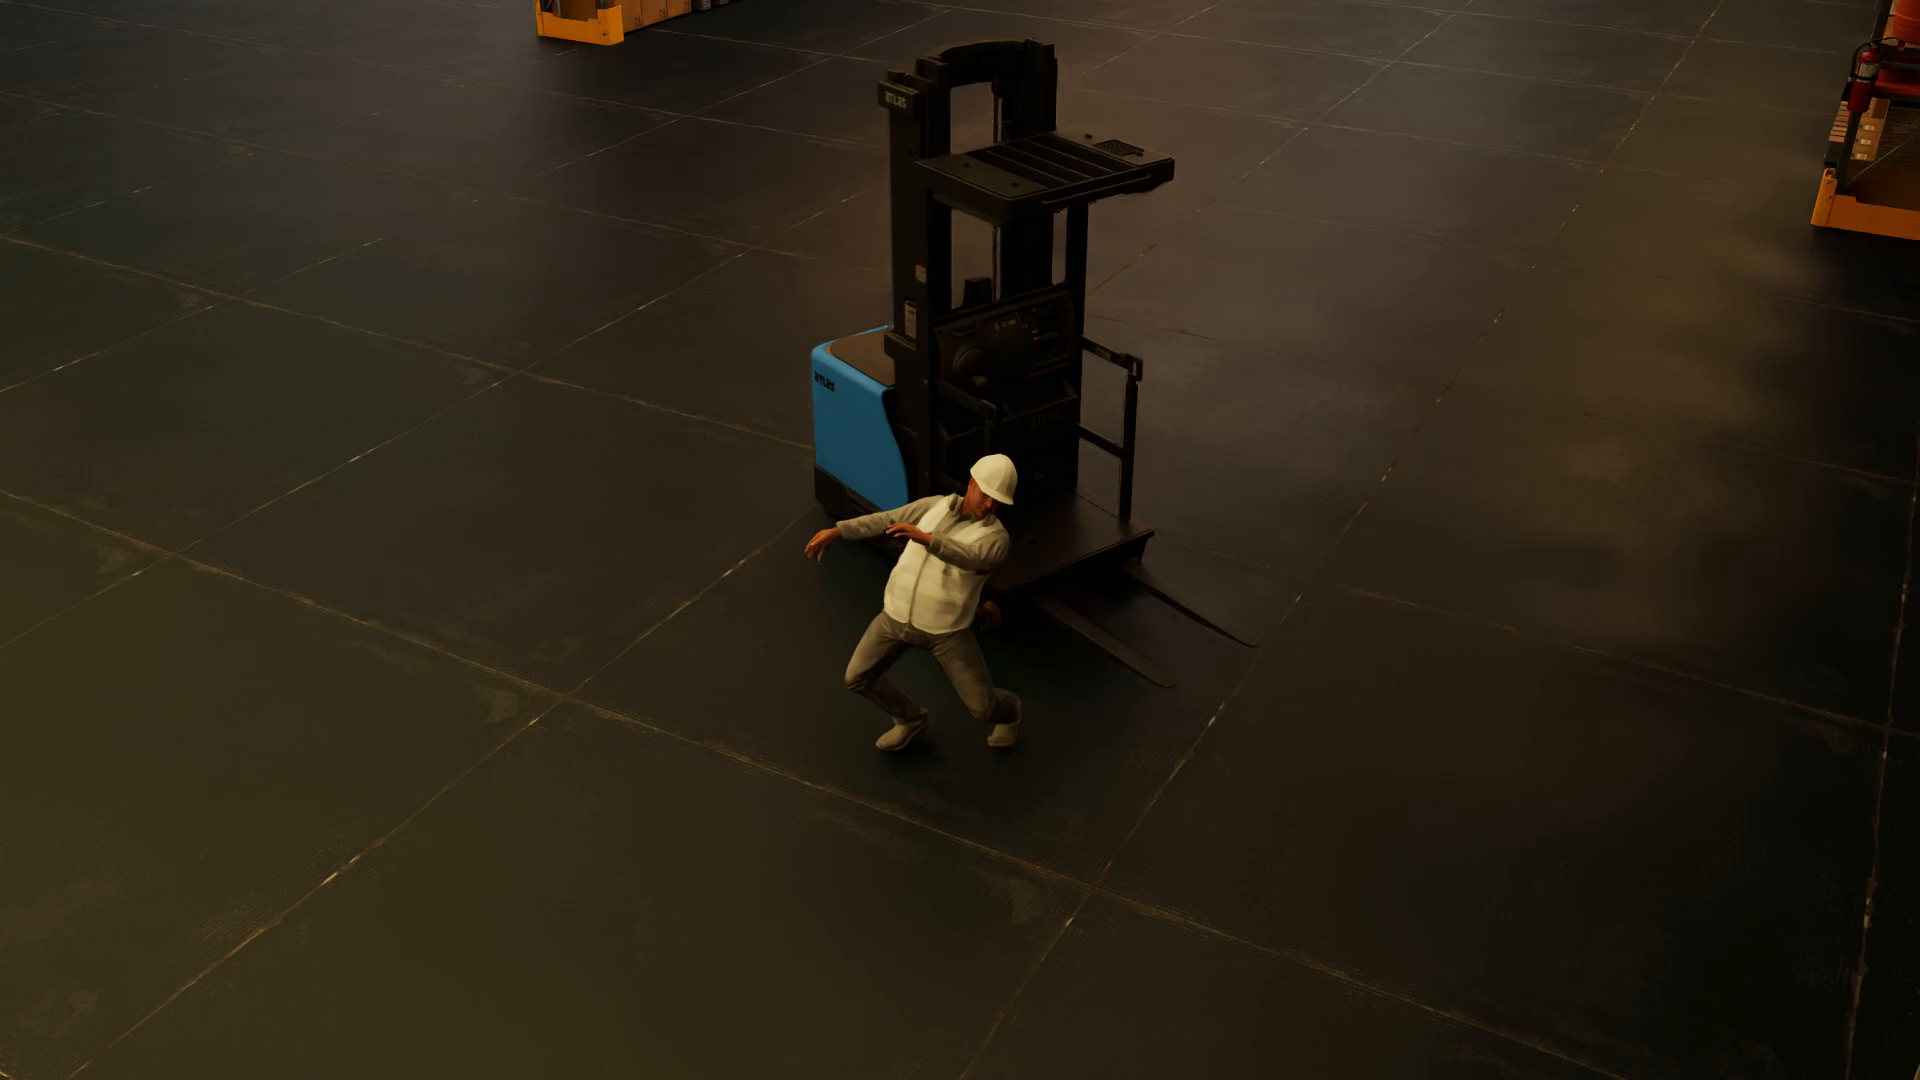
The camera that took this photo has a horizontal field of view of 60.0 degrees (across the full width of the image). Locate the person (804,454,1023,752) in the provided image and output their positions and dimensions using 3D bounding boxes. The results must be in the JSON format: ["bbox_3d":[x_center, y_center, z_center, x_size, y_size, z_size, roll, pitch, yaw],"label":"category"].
[{"bbox_3d":[-0.220,0.338,7.833,0.975,1.520,0.751,14,33,23],"label":"person"}]

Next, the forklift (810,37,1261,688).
[{"bbox_3d":[0.386,-1.044,8.880,1.130,2.935,3.031,-21,36,-31],"label":"forklift"}]
